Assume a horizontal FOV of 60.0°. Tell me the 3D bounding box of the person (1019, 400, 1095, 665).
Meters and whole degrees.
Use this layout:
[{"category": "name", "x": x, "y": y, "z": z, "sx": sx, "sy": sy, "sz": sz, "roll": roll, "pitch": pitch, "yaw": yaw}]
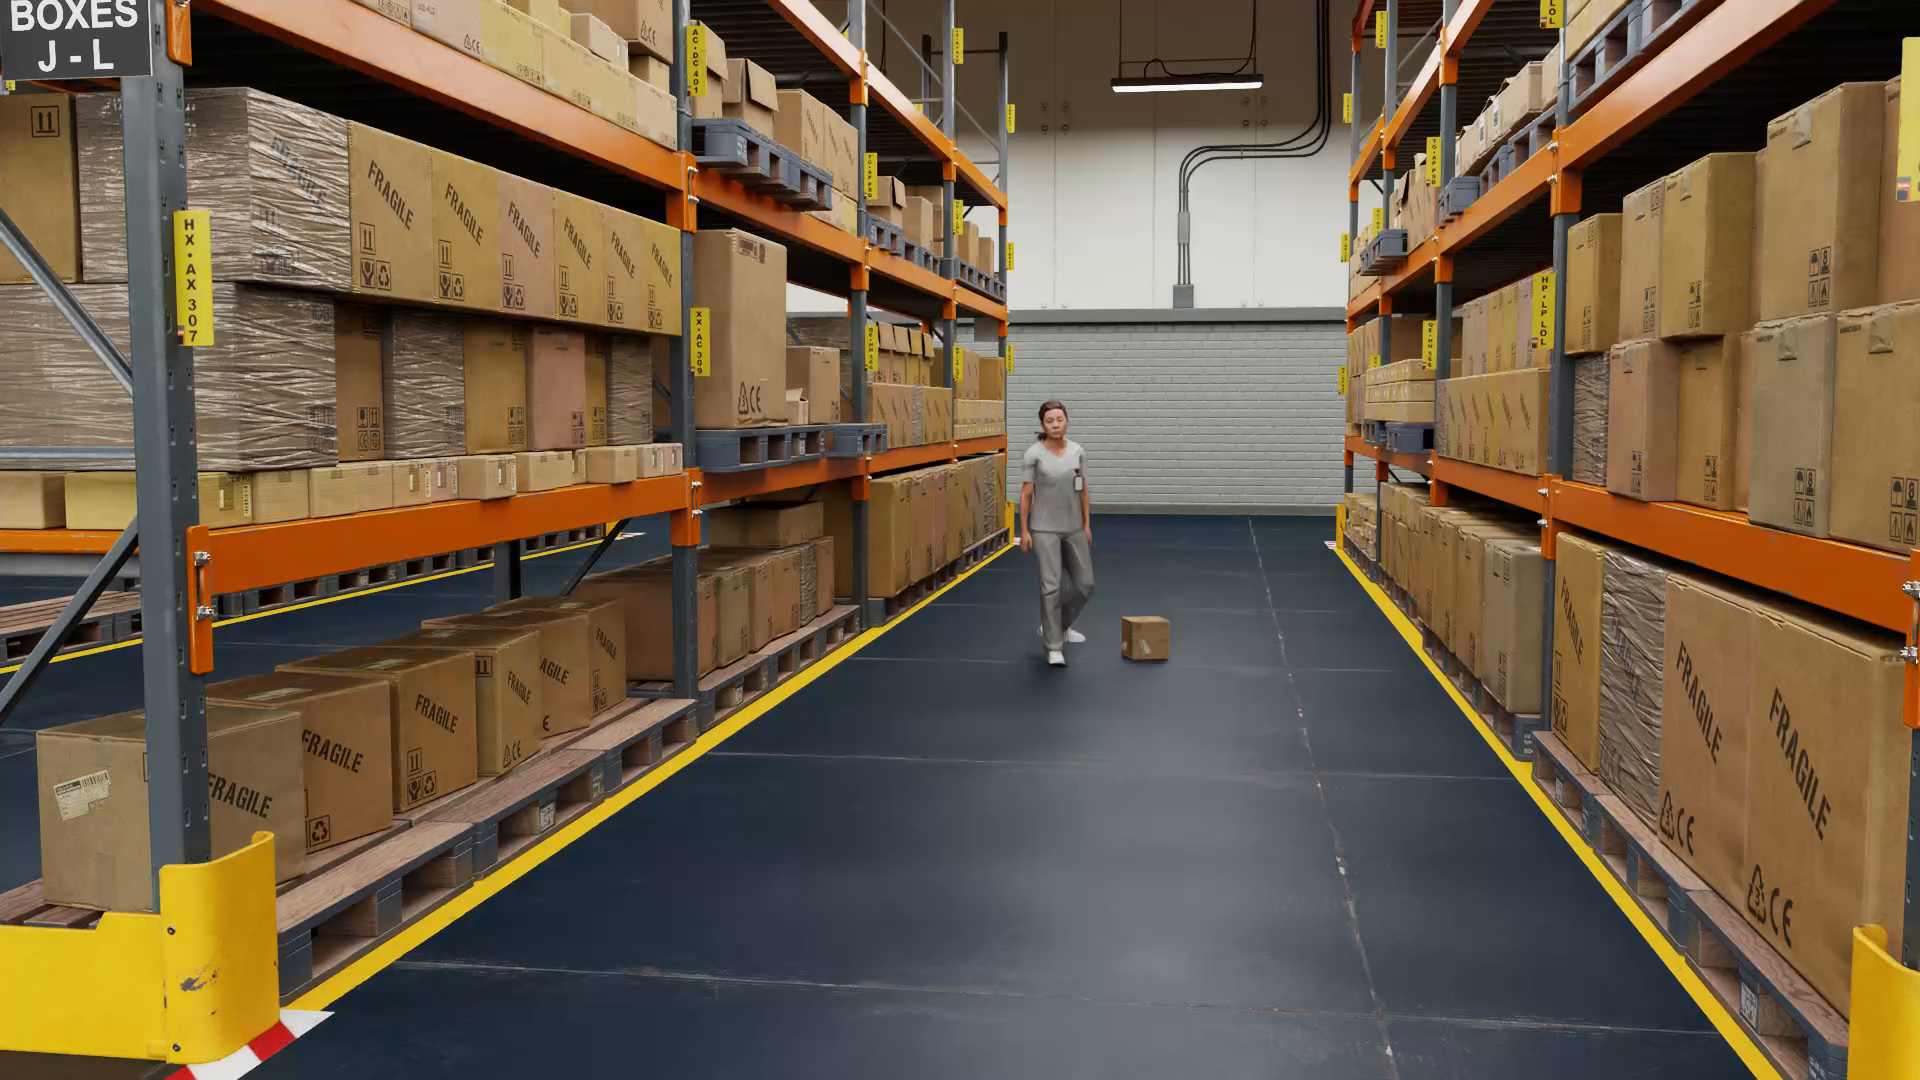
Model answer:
[{"category": "person", "x": 0.602, "y": -0.045, "z": 10.594, "sx": 0.523, "sy": 1.644, "sz": 0.530, "roll": -2, "pitch": 5, "yaw": -19}]
